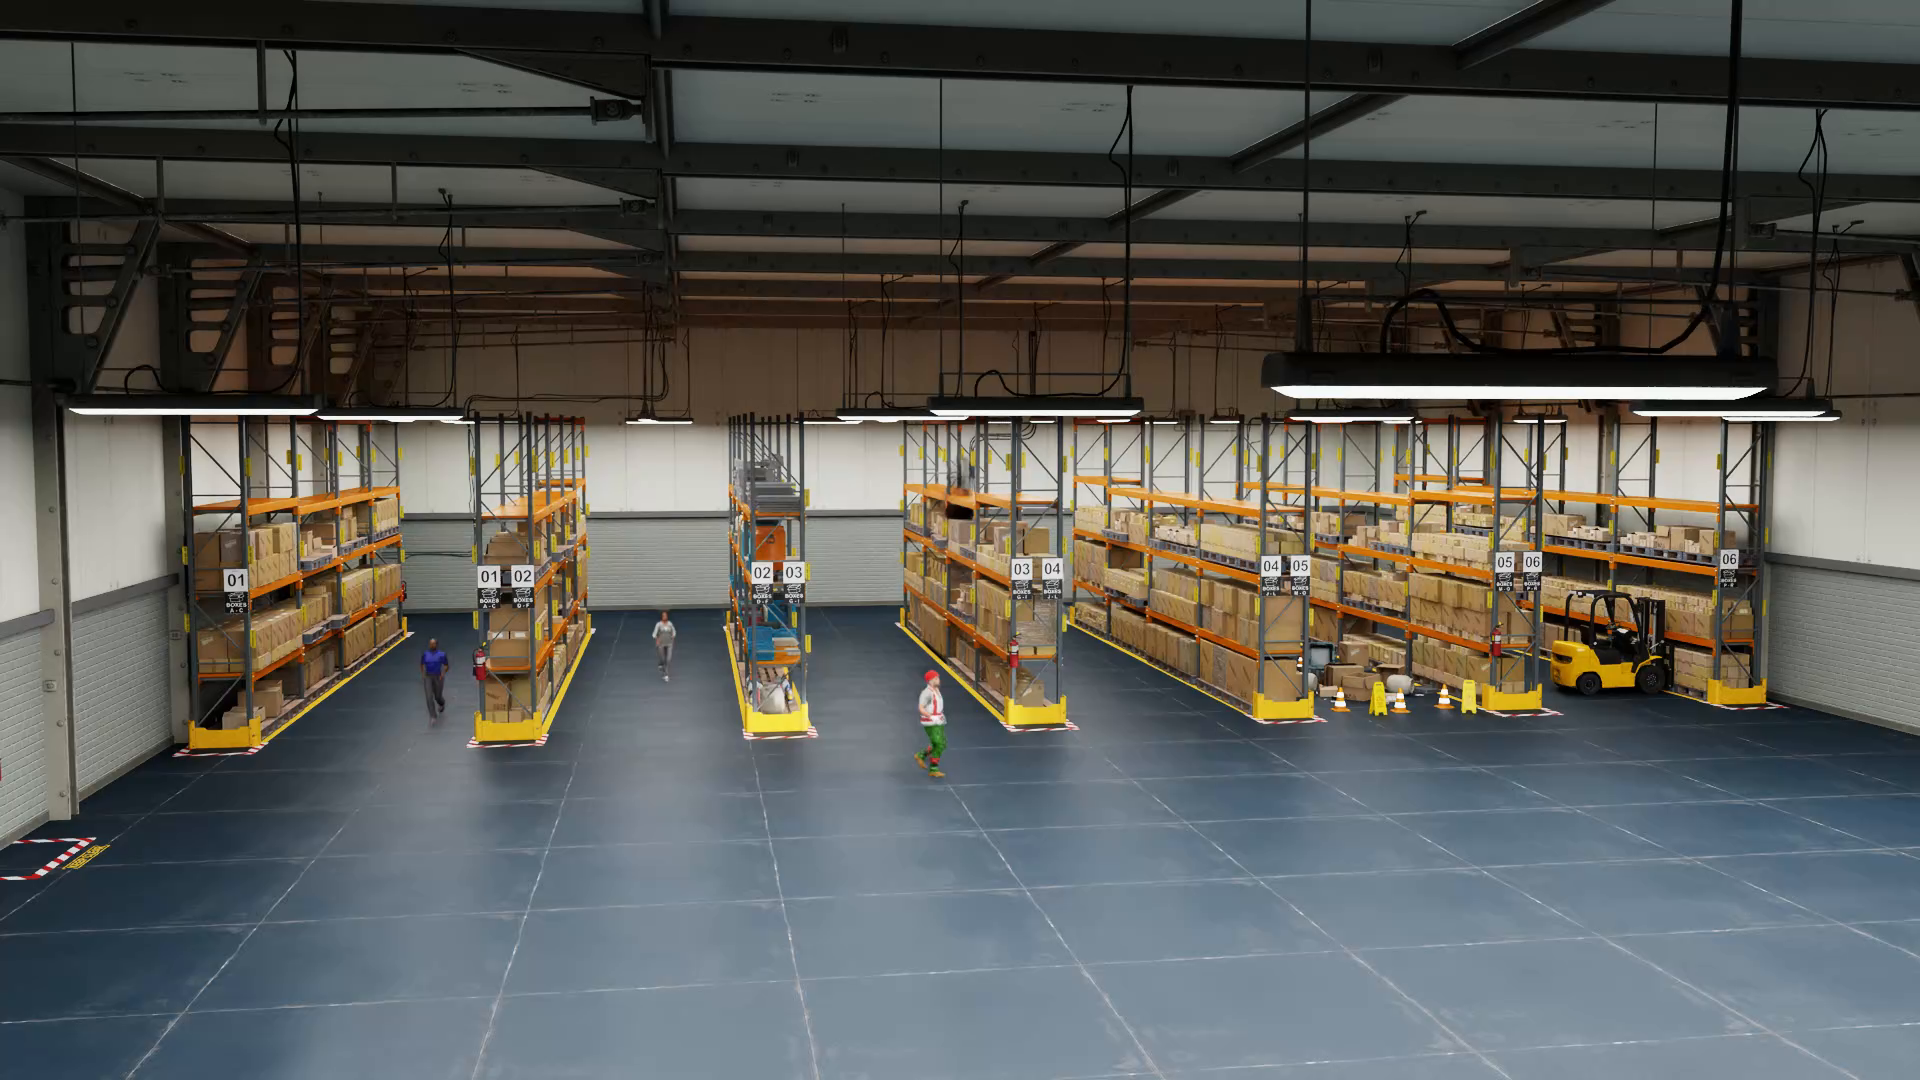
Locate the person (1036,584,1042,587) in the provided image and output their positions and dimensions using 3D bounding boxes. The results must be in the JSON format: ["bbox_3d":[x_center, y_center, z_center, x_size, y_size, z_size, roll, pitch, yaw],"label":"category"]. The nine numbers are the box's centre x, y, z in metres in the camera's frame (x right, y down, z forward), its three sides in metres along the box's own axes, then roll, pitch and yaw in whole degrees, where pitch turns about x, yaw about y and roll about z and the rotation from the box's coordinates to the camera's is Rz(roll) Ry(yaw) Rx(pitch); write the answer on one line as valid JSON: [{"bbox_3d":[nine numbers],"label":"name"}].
[{"bbox_3d":[2.355,1.559,49.088,0.840,1.666,0.630,-3,5,-36],"label":"person"}]

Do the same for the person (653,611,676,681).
[{"bbox_3d":[-6.682,2.437,37.650,0.536,1.475,0.618,-2,4,-22],"label":"person"}]

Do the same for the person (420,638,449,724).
[{"bbox_3d":[-10.232,2.725,32.346,0.577,1.643,0.728,0,4,-7],"label":"person"}]

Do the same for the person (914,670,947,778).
[{"bbox_3d":[-0.509,2.999,27.177,0.596,1.751,0.666,1,4,19],"label":"person"}]
